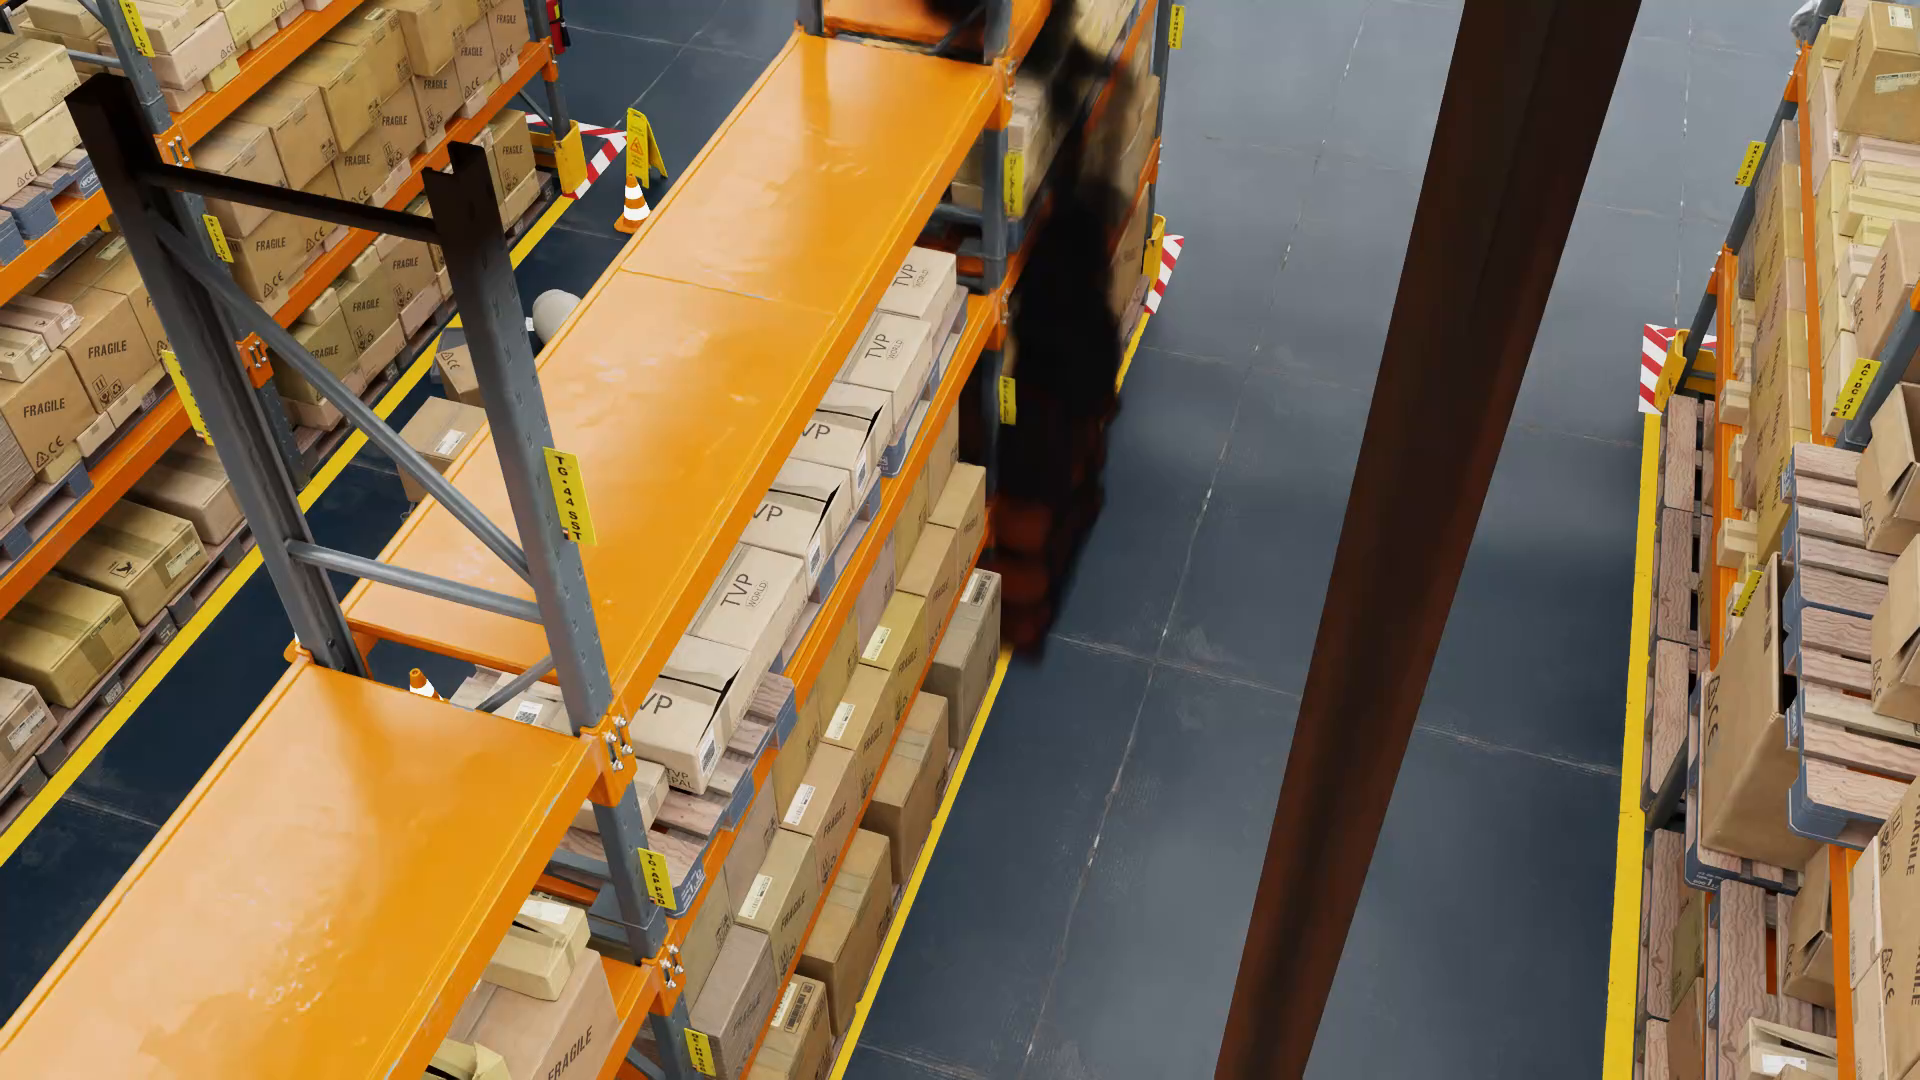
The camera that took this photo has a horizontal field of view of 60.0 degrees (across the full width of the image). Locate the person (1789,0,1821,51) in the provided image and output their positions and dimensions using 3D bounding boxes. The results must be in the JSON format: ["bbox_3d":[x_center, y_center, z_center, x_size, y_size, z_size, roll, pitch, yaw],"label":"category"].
[{"bbox_3d":[7.617,-4.717,14.512,0.695,1.773,0.634,32,54,27],"label":"person"}]
